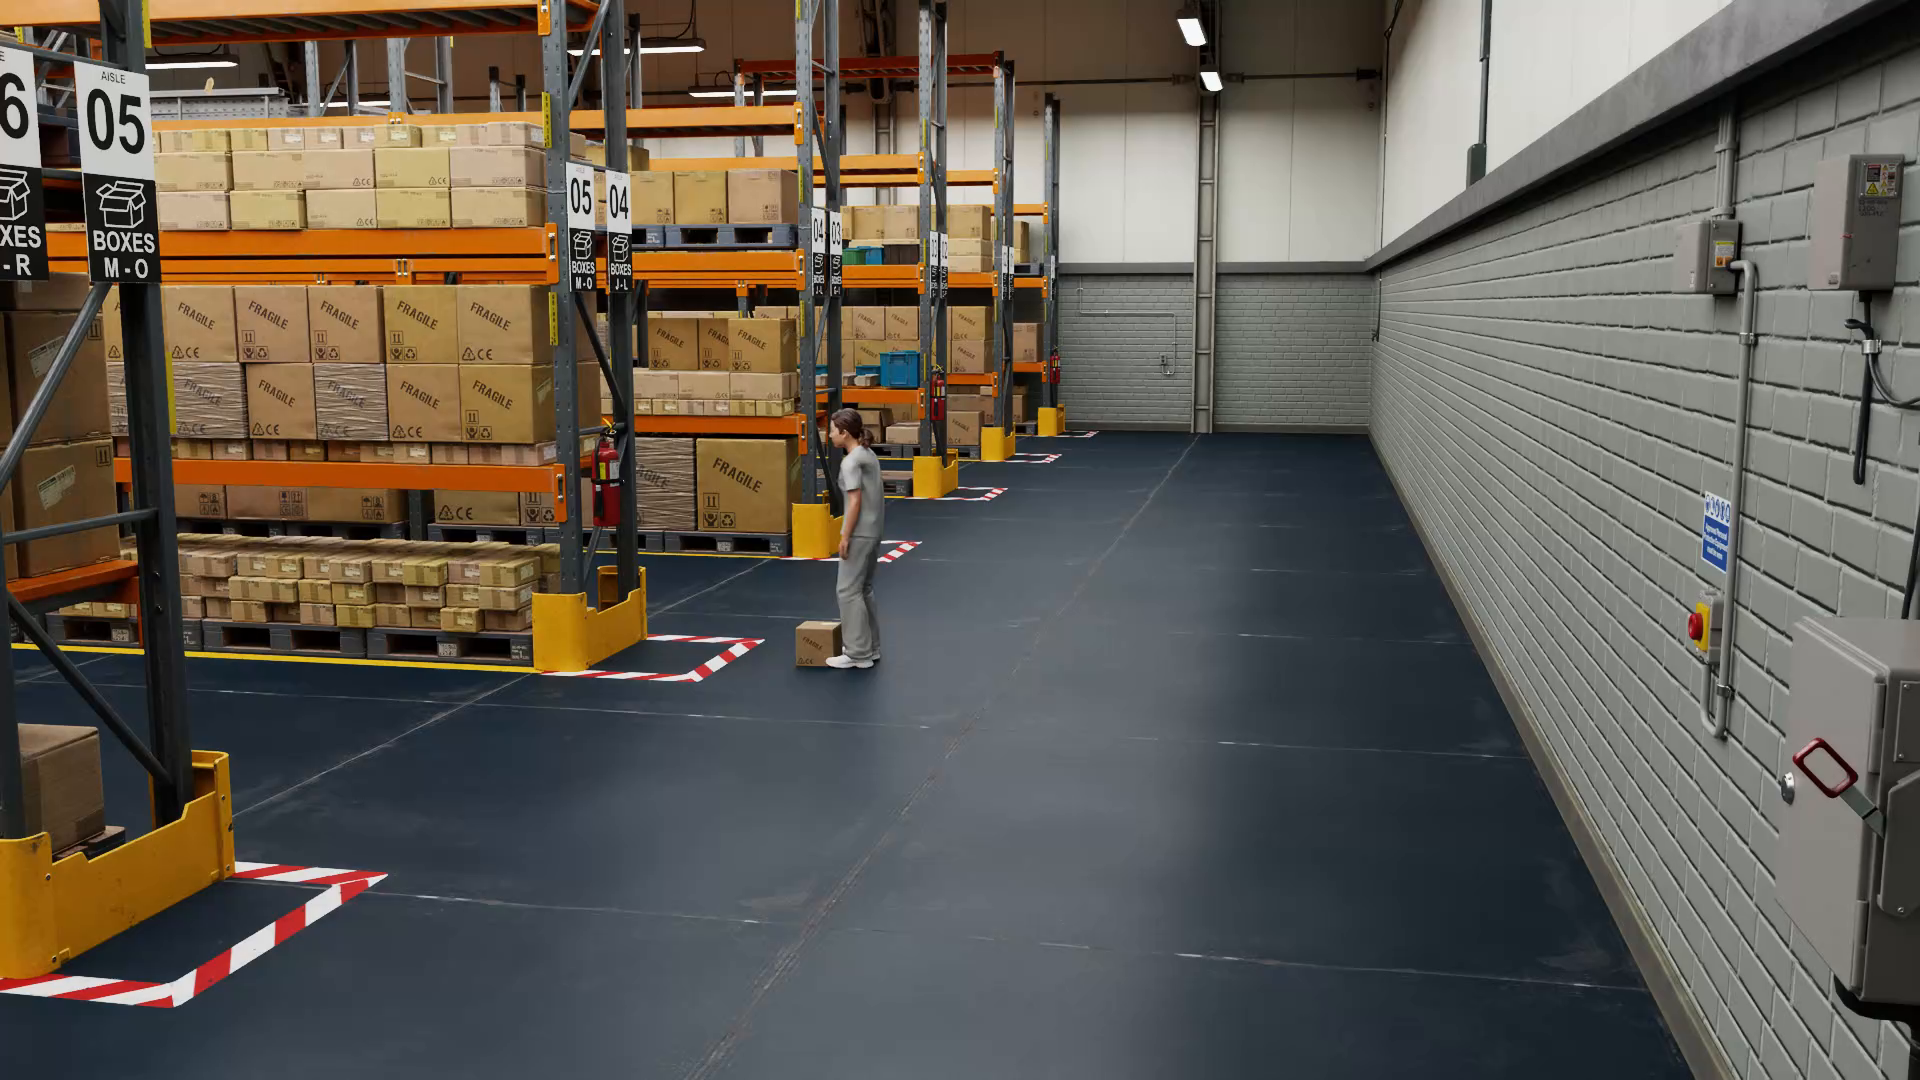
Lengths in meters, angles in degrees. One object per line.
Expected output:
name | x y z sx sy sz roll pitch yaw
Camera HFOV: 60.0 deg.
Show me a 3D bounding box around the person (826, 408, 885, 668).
person | -0.672 -0.019 10.759 0.357 1.672 0.486 1 8 10
